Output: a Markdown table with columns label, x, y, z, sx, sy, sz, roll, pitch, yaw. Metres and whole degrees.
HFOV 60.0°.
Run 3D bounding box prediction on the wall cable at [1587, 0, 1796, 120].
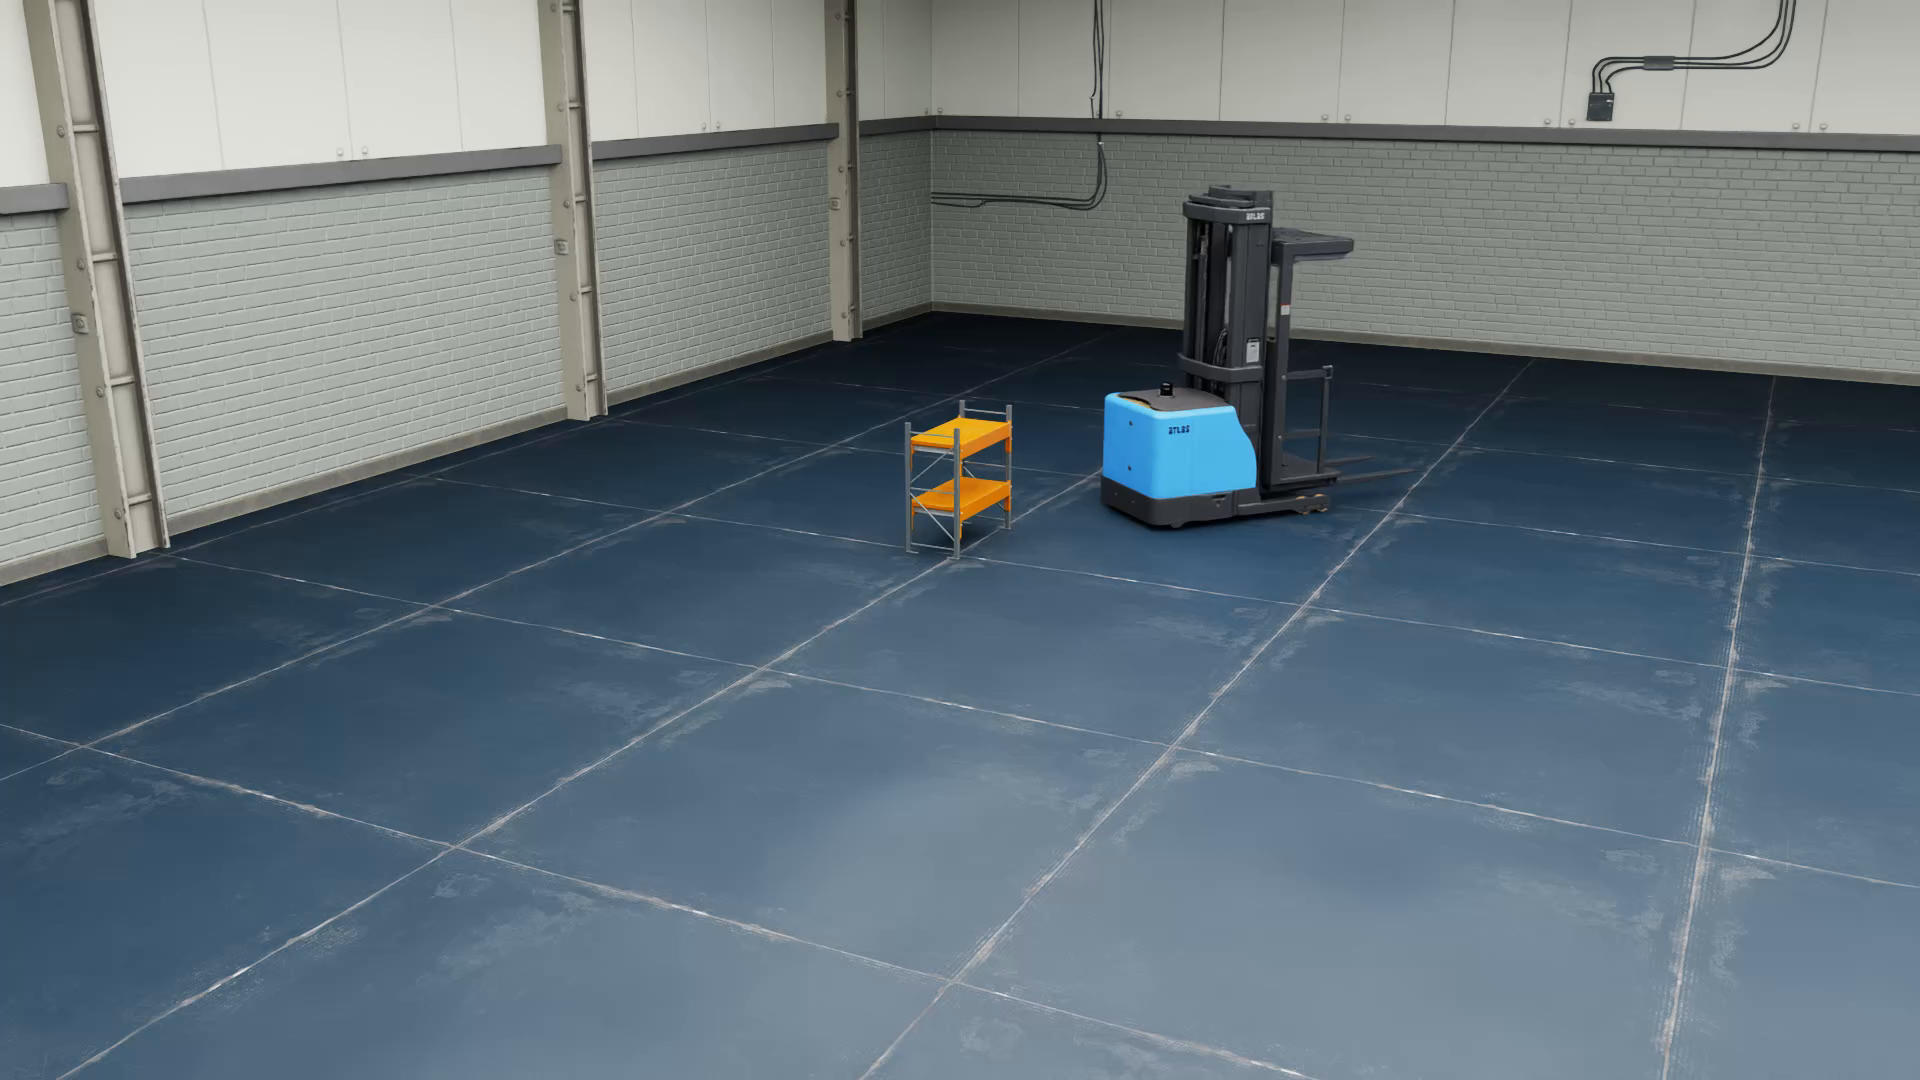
| label | x | y | z | sx | sy | sz | roll | pitch | yaw |
| --- | --- | --- | --- | --- | --- | --- | --- | --- | --- |
| wall cable | 9.319 | -8.284 | 20.638 | 2.305 | 6.003 | 0.169 | 8 | 18 | 25 |

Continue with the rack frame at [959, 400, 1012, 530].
| label | x | y | z | sx | sy | sz | roll | pitch | yaw |
| --- | --- | --- | --- | --- | --- | --- | --- | --- | --- |
| rack frame | 0.224 | -0.667 | 14.794 | 0.500 | 1.125 | 0.032 | 8 | 18 | 25 |

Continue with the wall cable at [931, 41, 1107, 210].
| label | x | y | z | sx | sy | sz | roll | pitch | yaw |
| --- | --- | --- | --- | --- | --- | --- | --- | --- | --- |
| wall cable | 0.833 | -6.377 | 25.645 | 3.097 | 2.526 | 0.112 | 8 | 18 | 25 |

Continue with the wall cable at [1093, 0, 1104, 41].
| label | x | y | z | sx | sy | sz | roll | pitch | yaw |
| --- | --- | --- | --- | --- | --- | --- | --- | --- | --- |
| wall cable | 3.254 | -8.454 | 23.767 | 3.097 | 2.526 | 0.112 | 8 | 18 | 25 |

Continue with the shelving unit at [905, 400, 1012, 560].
| label | x | y | z | sx | sy | sz | roll | pitch | yaw |
| --- | --- | --- | --- | --- | --- | --- | --- | --- | --- |
| shelving unit | -0.003 | -0.537 | 14.358 | 0.538 | 1.125 | 1.048 | 8 | 18 | 25 |

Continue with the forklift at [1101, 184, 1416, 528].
| label | x | y | z | sx | sy | sz | roll | pitch | yaw |
| --- | --- | --- | --- | --- | --- | --- | --- | --- | --- |
| forklift | 2.875 | -1.769 | 15.334 | 3.031 | 2.935 | 1.130 | -7 | 18 | -23 |

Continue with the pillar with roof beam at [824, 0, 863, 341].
| label | x | y | z | sx | sy | sz | roll | pitch | yaw |
| --- | --- | --- | --- | --- | --- | --- | --- | --- | --- |
| pillar with roof beam | 2.185 | -6.736 | 21.399 | 9.100 | 9.000 | 0.400 | 8 | 18 | 25 |

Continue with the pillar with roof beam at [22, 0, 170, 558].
| label | x | y | z | sx | sy | sz | roll | pitch | yaw |
| --- | --- | --- | --- | --- | --- | --- | --- | --- | --- |
| pillar with roof beam | -3.177 | -3.679 | 11.108 | 9.100 | 9.000 | 0.400 | 8 | 18 | 25 |

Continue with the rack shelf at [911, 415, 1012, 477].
| label | x | y | z | sx | sy | sz | roll | pitch | yaw |
| --- | --- | --- | --- | --- | --- | --- | --- | --- | --- |
| rack shelf | -0.003 | -0.818 | 14.275 | 0.538 | 0.278 | 1.000 | 8 | 18 | 25 |

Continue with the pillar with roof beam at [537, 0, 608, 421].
| label | x | y | z | sx | sy | sz | roll | pitch | yaw |
| --- | --- | --- | --- | --- | --- | --- | --- | --- | --- |
| pillar with roof beam | -0.496 | -5.208 | 16.253 | 9.100 | 9.000 | 0.400 | 8 | 18 | 25 |

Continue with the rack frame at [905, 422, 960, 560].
| label | x | y | z | sx | sy | sz | roll | pitch | yaw |
| --- | --- | --- | --- | --- | --- | --- | --- | --- | --- |
| rack frame | -0.230 | -0.408 | 13.922 | 0.500 | 1.125 | 0.032 | 8 | 18 | 25 |

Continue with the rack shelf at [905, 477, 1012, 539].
| label | x | y | z | sx | sy | sz | roll | pitch | yaw |
| --- | --- | --- | --- | --- | --- | --- | --- | --- | --- |
| rack shelf | -0.003 | -0.303 | 14.428 | 0.538 | 0.278 | 1.000 | 8 | 18 | 25 |
